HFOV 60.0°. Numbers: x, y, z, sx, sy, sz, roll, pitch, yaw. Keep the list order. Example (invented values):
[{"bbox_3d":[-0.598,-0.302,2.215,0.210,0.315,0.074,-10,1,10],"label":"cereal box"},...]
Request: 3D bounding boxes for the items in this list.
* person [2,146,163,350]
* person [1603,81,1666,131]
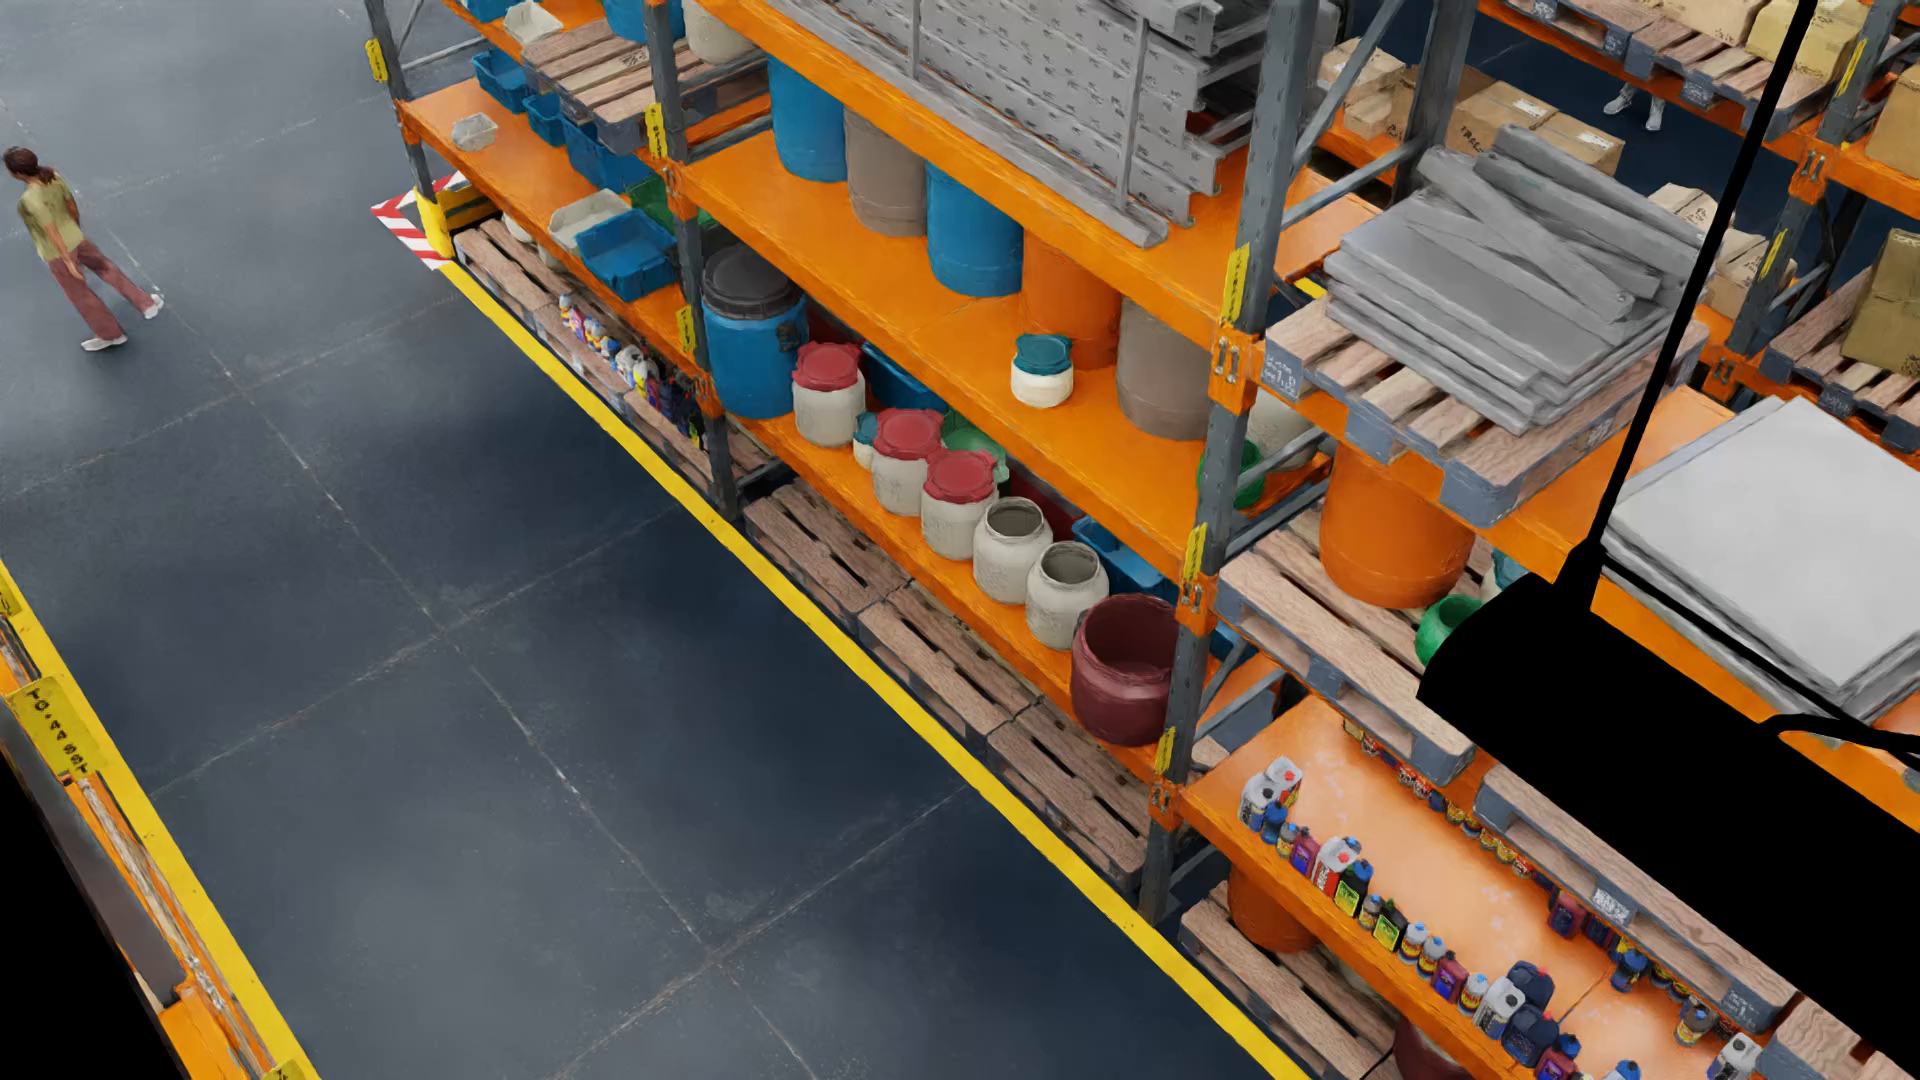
[{"bbox_3d":[-6.246,-2.153,11.885,0.449,1.666,0.654,5,47,5],"label":"person"},{"bbox_3d":[5.861,-4.244,13.833,0.553,1.679,0.433,17,49,15],"label":"person"}]
